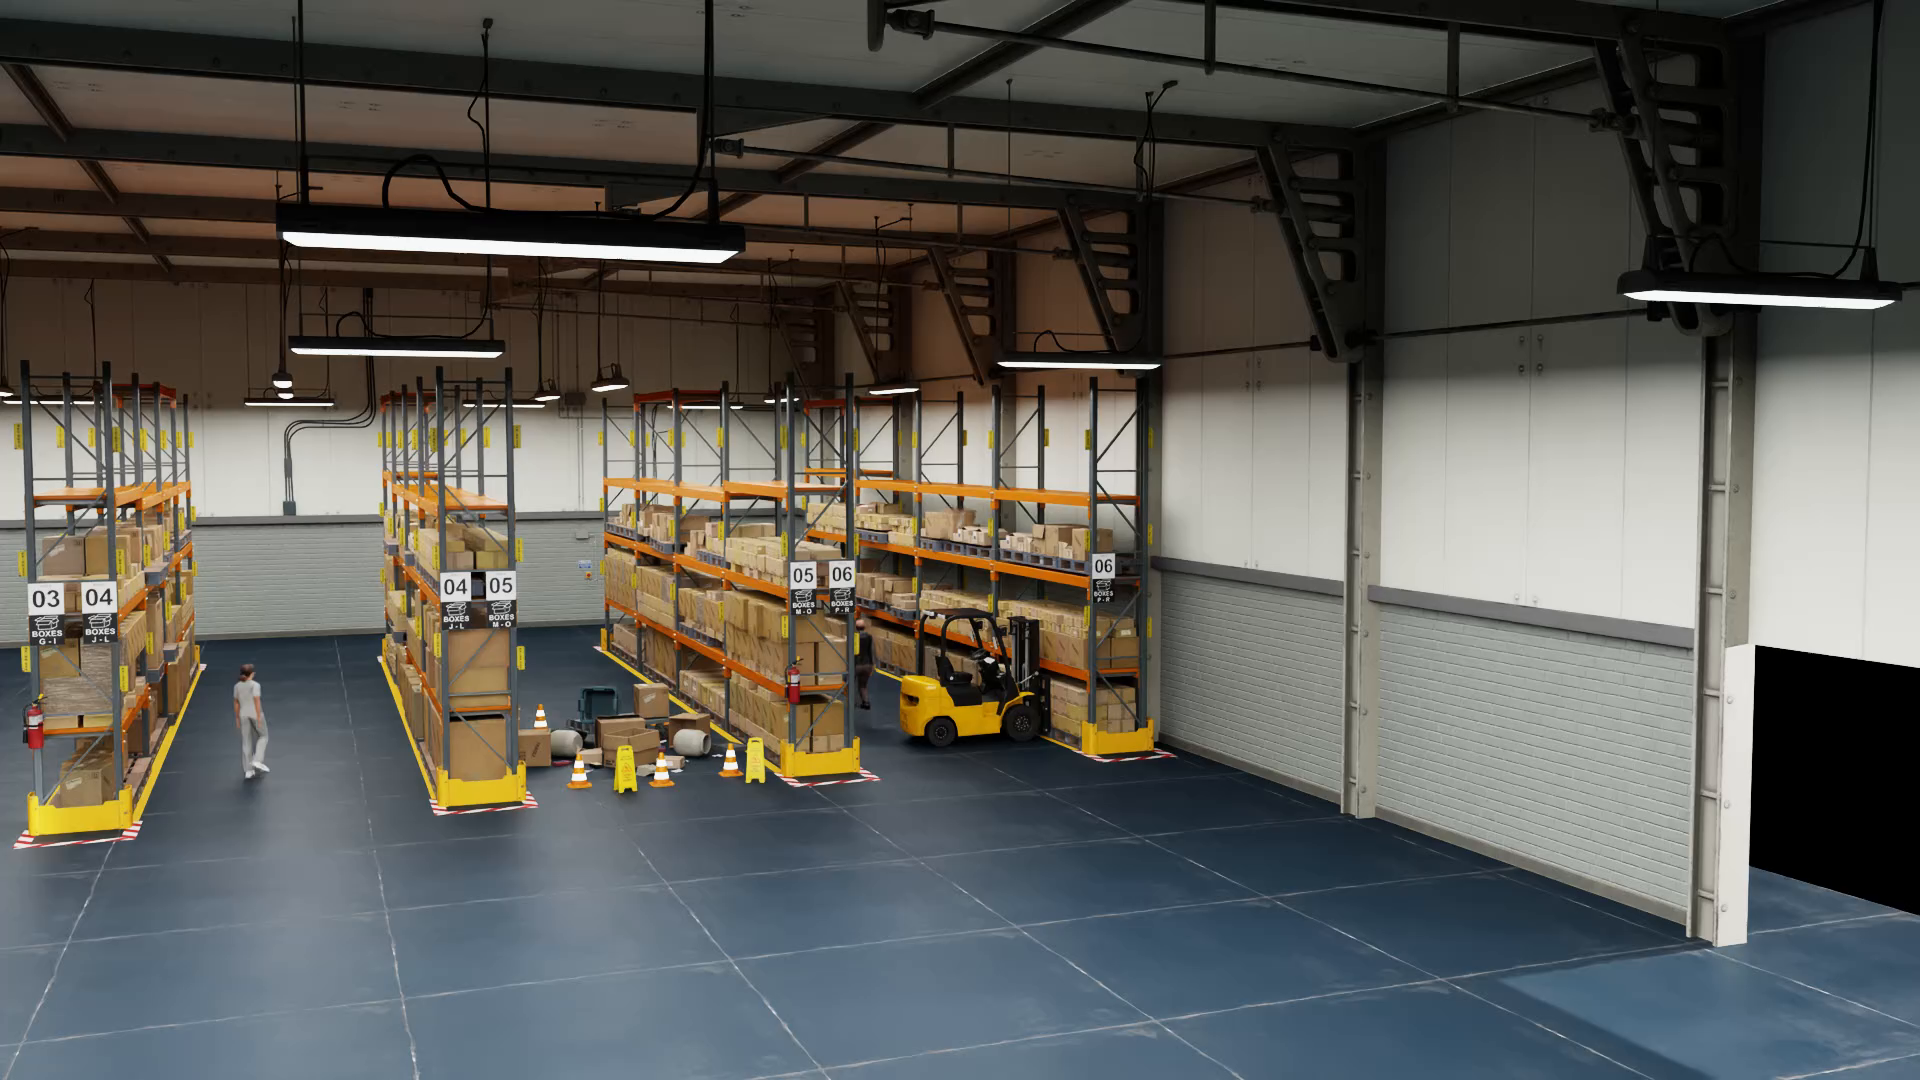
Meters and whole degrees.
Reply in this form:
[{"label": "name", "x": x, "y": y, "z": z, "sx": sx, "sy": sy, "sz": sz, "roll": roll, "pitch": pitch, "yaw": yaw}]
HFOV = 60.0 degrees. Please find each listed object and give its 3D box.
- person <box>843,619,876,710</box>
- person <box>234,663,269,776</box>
[{"label": "person", "x": -1.752, "y": 2.206, "z": 29.278, "sx": 0.571, "sy": 1.627, "sz": 0.684, "roll": -2, "pitch": 4, "yaw": -26}, {"label": "person", "x": -10.582, "y": 2.670, "z": 24.774, "sx": 0.471, "sy": 1.655, "sz": 0.515, "roll": -1, "pitch": 3, "yaw": -9}]
